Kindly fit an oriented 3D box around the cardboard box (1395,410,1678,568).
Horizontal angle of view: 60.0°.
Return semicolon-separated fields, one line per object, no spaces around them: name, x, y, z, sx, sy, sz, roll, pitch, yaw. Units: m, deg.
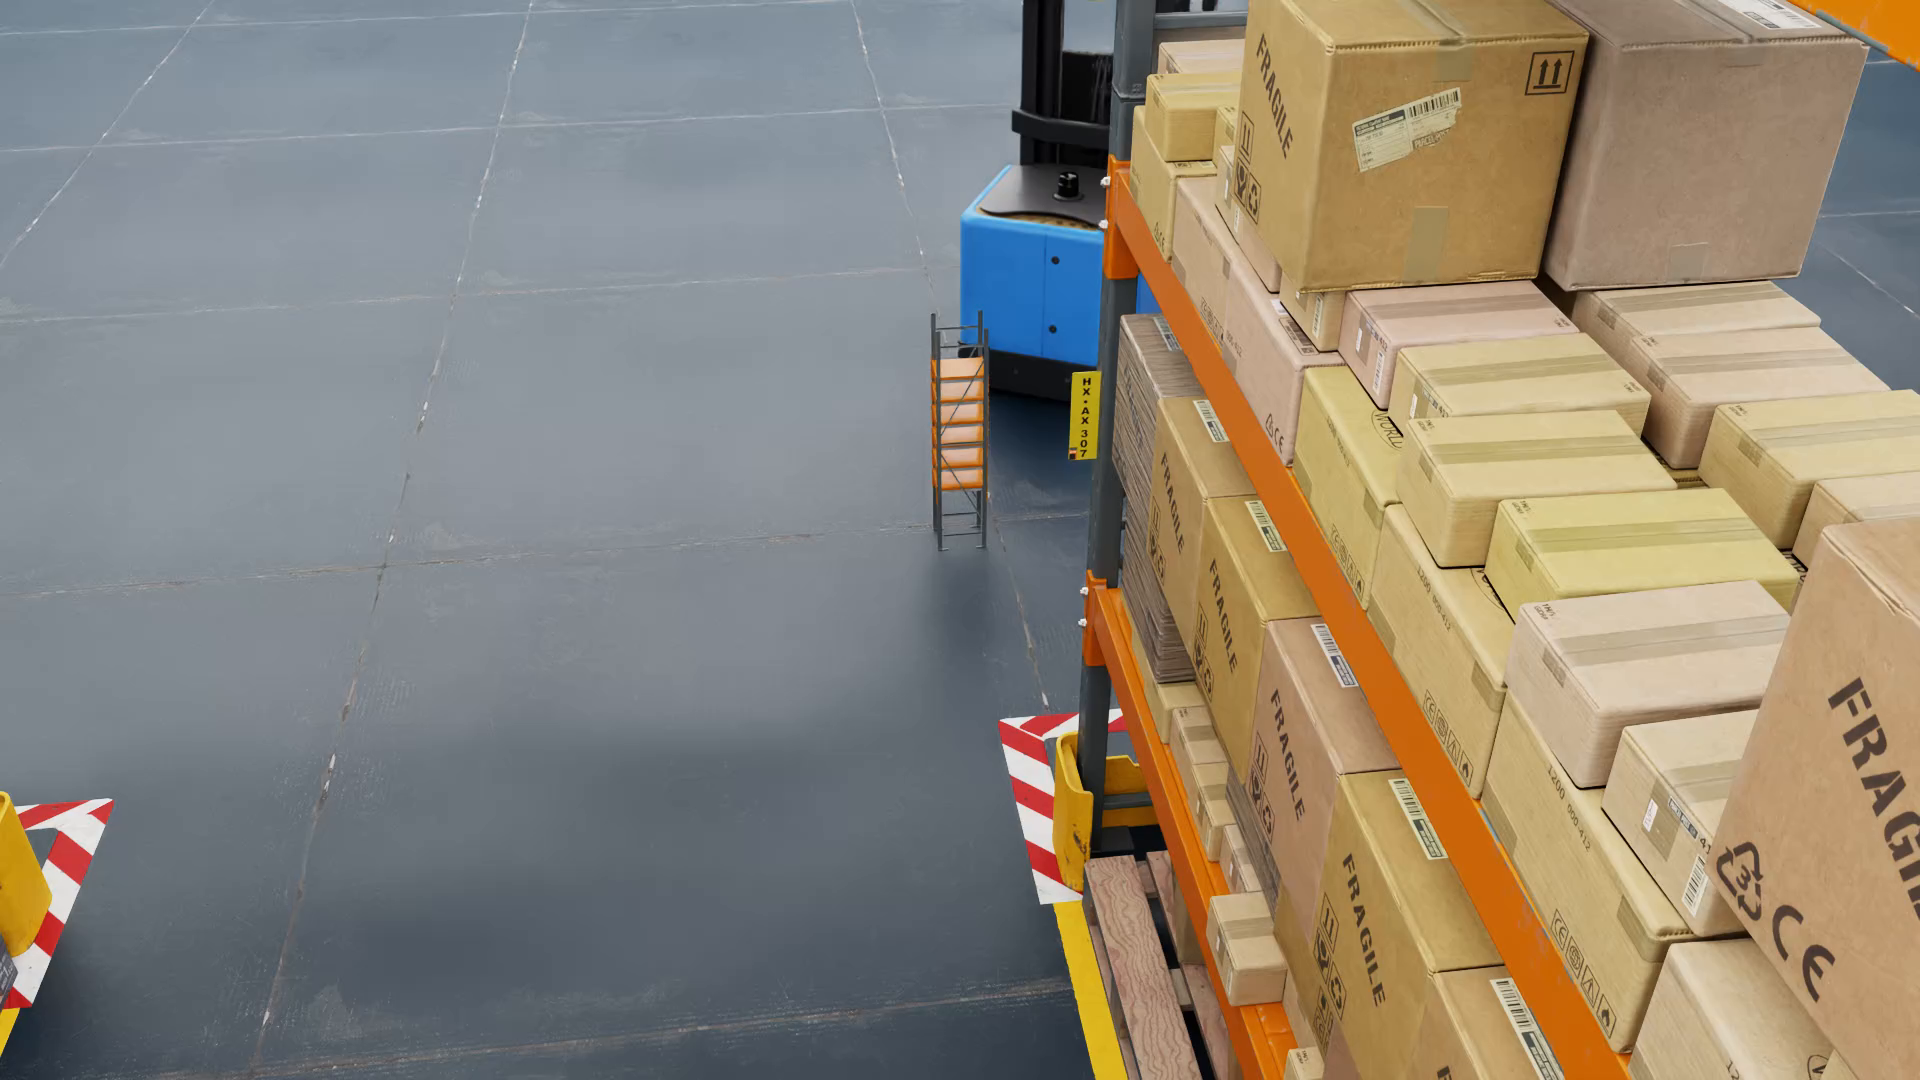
cardboard box;0.972;-0.091;2.835;0.380;0.149;0.250;-3;34;-4

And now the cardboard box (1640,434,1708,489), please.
cardboard box;1.466;-0.168;3.303;0.500;0.250;0.500;-5;35;-7

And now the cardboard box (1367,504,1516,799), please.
cardboard box;1.031;0.158;2.825;0.500;0.250;0.500;-5;35;-7

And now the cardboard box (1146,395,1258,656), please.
cardboard box;0.811;-0.056;4.428;0.500;0.500;0.500;-4;35;-6

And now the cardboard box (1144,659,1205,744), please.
cardboard box;0.782;0.477;5.110;0.380;0.149;0.250;-4;35;-6

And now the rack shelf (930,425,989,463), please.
rack shelf;-0.002;-0.467;7.949;0.258;0.103;0.180;-4;35;-6

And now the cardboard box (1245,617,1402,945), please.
cardboard box;0.953;0.501;3.610;0.500;0.500;0.500;-4;35;-6

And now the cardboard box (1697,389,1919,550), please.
cardboard box;1.534;-0.126;2.886;0.380;0.149;0.250;-5;35;-7

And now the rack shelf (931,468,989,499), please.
rack shelf;-0.002;-0.269;8.084;0.258;0.103;0.180;-4;35;-6

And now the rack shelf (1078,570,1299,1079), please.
rack shelf;1.215;1.327;4.277;1.077;0.370;4.000;-4;35;-6

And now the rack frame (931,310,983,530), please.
rack frame;-0.014;-0.555;7.999;0.240;1.200;0.006;-4;35;-6

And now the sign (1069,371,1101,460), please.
sign;0.409;-0.403;5.408;0.100;0.325;0.005;-4;35;-6

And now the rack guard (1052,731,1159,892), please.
rack guard;0.957;0.989;6.354;1.175;0.500;0.348;-4;35;-6

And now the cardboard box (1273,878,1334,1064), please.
cardboard box;1.260;0.891;3.926;0.875;0.500;0.500;-4;35;-6

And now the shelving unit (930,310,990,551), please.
shelving unit;-0.002;-0.504;7.924;0.258;1.200;0.189;-4;35;-6

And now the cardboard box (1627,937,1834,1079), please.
cardboard box;1.164;0.734;1.979;0.500;0.250;0.500;-3;34;-5

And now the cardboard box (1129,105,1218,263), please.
cardboard box;0.755;-0.975;4.487;0.500;0.250;0.500;-3;34;-5

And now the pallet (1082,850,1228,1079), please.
pallet;1.031;1.565;5.766;1.003;0.211;1.213;-4;35;-6

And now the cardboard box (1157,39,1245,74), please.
cardboard box;0.754;-1.257;4.547;0.380;0.149;0.250;-5;35;-7

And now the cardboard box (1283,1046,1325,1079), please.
cardboard box;0.977;1.314;3.881;0.380;0.149;0.250;-4;35;-6

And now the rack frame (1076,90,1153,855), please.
rack frame;0.947;-0.086;5.713;1.000;3.000;0.127;-4;35;-6

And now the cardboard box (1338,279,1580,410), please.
cardboard box;0.975;-0.393;3.279;0.380;0.149;0.250;-5;35;-7

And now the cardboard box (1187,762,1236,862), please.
cardboard box;0.863;0.754;4.702;0.380;0.149;0.250;-4;35;-6

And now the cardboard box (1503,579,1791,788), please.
cardboard box;1.027;0.203;2.404;0.380;0.149;0.250;-5;35;-8

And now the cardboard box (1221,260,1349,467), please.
cardboard box;0.893;-0.411;3.659;0.500;0.250;0.500;-4;35;-7

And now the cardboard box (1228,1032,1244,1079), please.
cardboard box;1.128;1.454;5.299;0.500;0.500;0.500;4;35;6

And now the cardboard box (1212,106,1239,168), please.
cardboard box;0.849;-0.974;4.130;0.380;0.149;0.250;-5;35;-7

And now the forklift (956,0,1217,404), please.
forklift;0.969;-2.744;9.674;1.130;2.935;3.031;12;36;17

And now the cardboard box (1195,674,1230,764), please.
cardboard box;1.179;0.329;4.751;0.875;0.500;0.500;-4;35;-6

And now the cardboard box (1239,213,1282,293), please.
cardboard box;0.844;-0.680;3.700;0.380;0.149;0.250;-4;35;-7

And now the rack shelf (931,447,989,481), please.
rack shelf;-0.002;-0.368;8.017;0.258;0.103;0.180;-4;35;-6

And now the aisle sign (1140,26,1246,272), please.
aisle sign;0.641;-1.172;4.998;0.394;0.787;0.004;-4;35;-6

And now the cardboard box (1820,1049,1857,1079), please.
cardboard box;1.154;0.644;1.756;0.380;0.149;0.250;-3;34;-5

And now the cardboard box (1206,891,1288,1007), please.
cardboard box;0.854;1.039;4.284;0.380;0.149;0.250;-4;35;-6

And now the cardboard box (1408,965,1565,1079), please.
cardboard box;1.083;1.060;2.791;0.500;0.500;0.500;-4;35;-6

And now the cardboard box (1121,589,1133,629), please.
cardboard box;0.749;0.195;5.523;0.380;0.149;0.250;-4;35;-6

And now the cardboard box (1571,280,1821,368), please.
cardboard box;1.452;-0.414;3.309;0.380;0.149;0.250;-6;35;-9

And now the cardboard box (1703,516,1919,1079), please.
cardboard box;1.171;0.304;1.680;0.500;0.500;0.500;-5;35;-8
